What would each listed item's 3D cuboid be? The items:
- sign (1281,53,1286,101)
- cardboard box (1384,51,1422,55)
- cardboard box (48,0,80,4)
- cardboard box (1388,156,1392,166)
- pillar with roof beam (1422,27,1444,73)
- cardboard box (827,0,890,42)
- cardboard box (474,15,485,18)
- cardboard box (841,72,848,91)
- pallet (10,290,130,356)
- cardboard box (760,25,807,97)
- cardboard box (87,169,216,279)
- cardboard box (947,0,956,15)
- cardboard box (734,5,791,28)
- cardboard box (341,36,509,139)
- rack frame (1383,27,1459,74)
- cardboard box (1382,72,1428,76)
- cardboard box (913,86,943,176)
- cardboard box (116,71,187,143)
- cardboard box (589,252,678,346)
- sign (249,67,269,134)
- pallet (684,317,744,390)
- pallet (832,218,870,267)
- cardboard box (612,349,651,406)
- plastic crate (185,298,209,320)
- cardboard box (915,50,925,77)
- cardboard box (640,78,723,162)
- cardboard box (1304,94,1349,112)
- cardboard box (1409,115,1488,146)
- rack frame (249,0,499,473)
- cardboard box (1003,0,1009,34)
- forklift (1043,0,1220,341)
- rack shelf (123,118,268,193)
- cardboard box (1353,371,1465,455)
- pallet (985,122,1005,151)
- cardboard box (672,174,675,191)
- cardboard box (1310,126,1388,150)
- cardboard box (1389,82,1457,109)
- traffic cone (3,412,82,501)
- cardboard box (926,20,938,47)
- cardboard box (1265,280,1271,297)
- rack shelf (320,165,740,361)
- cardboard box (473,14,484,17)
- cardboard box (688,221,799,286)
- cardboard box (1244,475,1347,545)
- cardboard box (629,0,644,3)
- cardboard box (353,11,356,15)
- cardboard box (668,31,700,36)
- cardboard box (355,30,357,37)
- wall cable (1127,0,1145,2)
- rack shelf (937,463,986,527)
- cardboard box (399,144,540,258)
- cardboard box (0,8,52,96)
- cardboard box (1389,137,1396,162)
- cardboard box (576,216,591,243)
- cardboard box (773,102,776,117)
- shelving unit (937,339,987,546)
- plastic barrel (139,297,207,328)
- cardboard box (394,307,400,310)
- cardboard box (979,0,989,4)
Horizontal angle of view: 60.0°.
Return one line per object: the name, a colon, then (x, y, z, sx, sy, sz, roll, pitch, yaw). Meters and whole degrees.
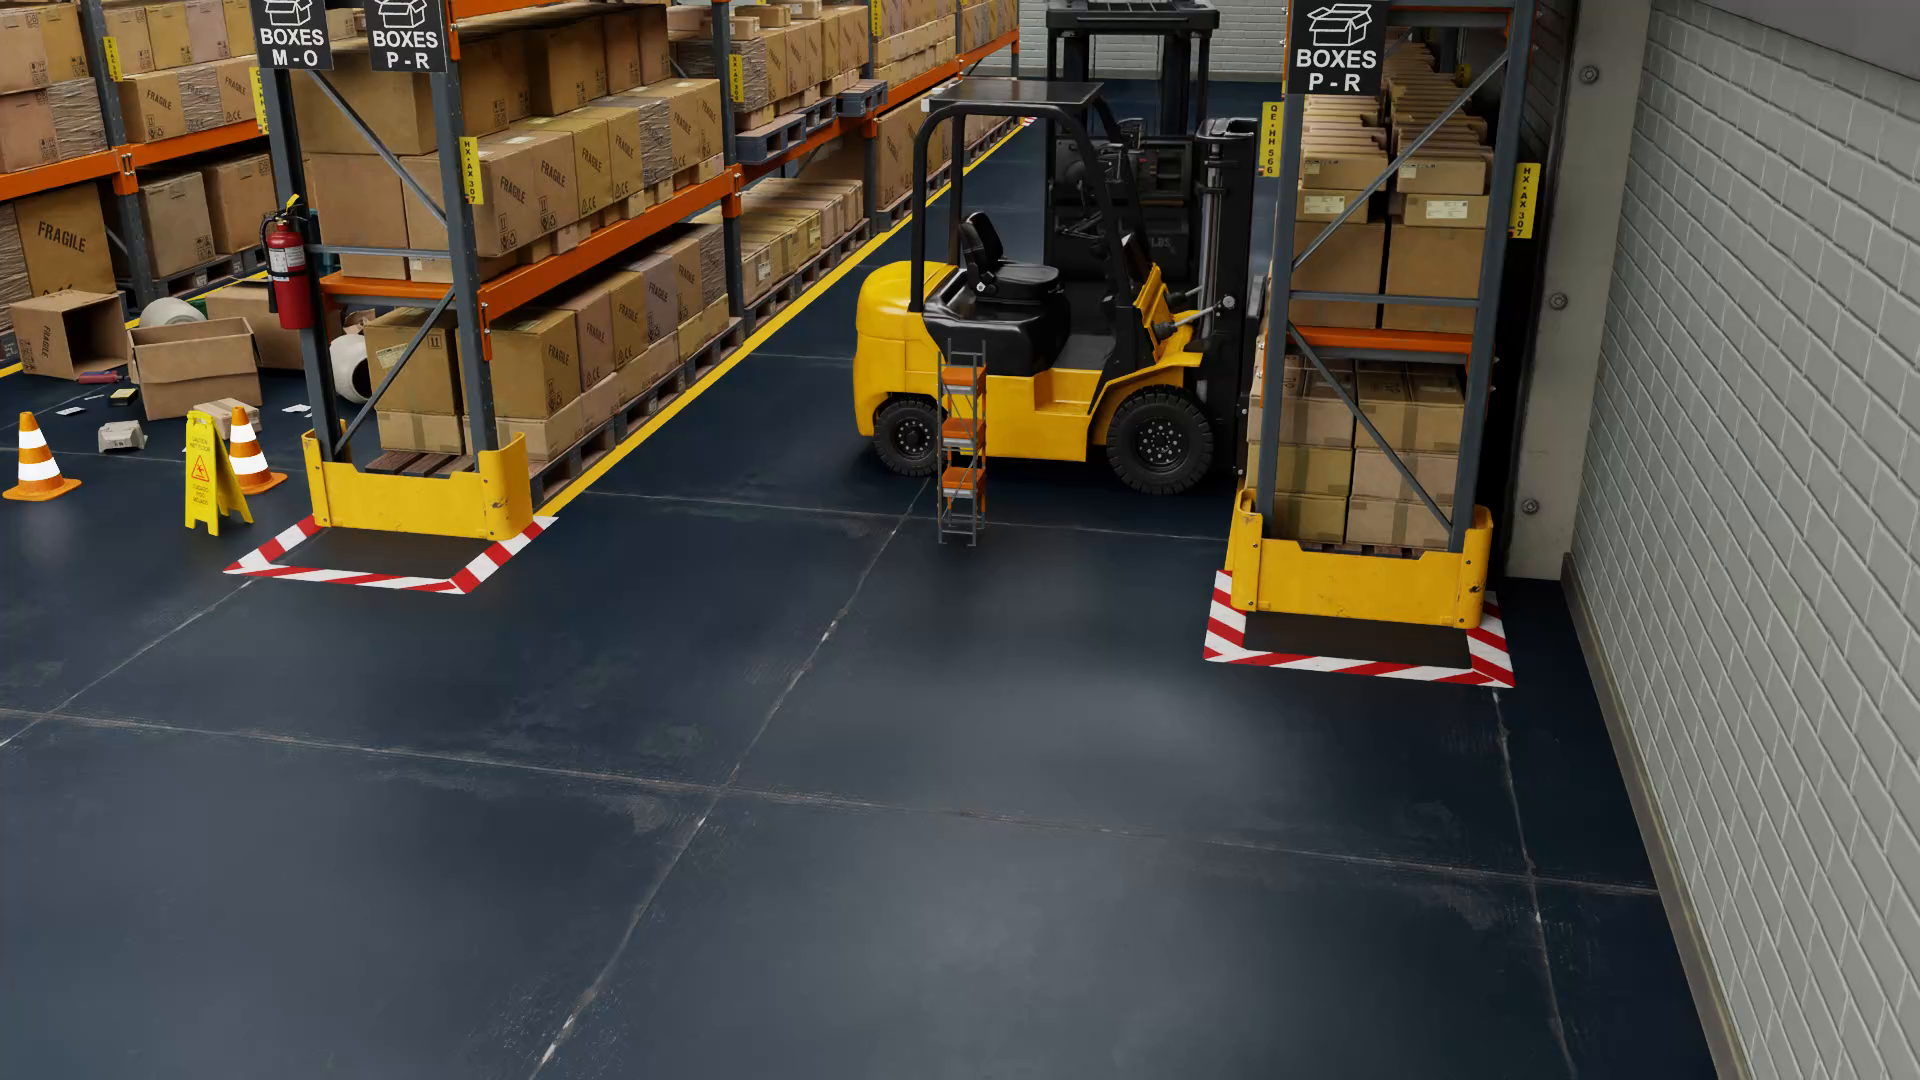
sign: (2.198, -3.086, 11.056, 0.100, 0.325, 0.005, 4, 22, 11)
cardboard box: (3.511, -3.844, 13.382, 0.380, 0.149, 0.250, 4, 22, 11)
cardboard box: (-10.583, -6.405, 19.265, 0.797, 0.503, 0.637, 5, 23, 13)
cardboard box: (2.583, -1.851, 9.302, 0.500, 0.500, 0.500, 5, 22, 12)
pillar with roof beam: (1.173, -8.770, 18.584, 9.100, 9.000, 0.400, 4, 22, 11)
cardboard box: (-0.973, -5.059, 15.929, 0.500, 0.500, 0.500, 4, 22, 9)
cardboard box: (-5.516, -5.764, 18.526, 0.380, 0.149, 0.250, 5, 22, 11)
cardboard box: (-1.200, -4.037, 14.637, 0.380, 0.149, 0.250, 3, 22, 8)
pallet: (-7.227, -1.699, 12.791, 1.003, 0.211, 1.213, 4, 22, 11)
cardboard box: (-1.537, -3.816, 13.220, 0.500, 0.500, 0.500, 4, 22, 11)
cardboard box: (-6.957, -2.650, 13.868, 1.050, 0.750, 0.750, 4, 22, 11)
cardboard box: (-0.342, -6.178, 18.706, 0.500, 0.500, 0.500, 5, 23, 13)
cardboard box: (-1.566, -4.155, 13.192, 0.380, 0.149, 0.250, 6, 23, 14)
cardboard box: (-2.944, -2.498, 9.170, 0.700, 0.500, 0.500, 5, 22, 11)
rack frame: (2.731, -2.548, 11.164, 1.000, 3.000, 0.127, 4, 22, 11)
cardboard box: (3.202, -3.287, 11.999, 0.380, 0.149, 0.250, 4, 22, 10)
cardboard box: (-0.721, -4.496, 18.283, 0.875, 0.875, 0.875, 5, 22, 12)
cardboard box: (-6.625, -3.483, 13.353, 0.500, 0.500, 0.500, 5, 22, 12)
cardboard box: (-2.192, -1.582, 10.881, 0.500, 0.500, 0.500, 6, 23, 14)
sign: (-3.484, -2.195, 8.316, 0.100, 0.325, 0.005, 4, 22, 11)
pallet: (-2.231, -1.383, 12.005, 1.003, 0.211, 1.213, 4, 22, 11)
pallet: (-1.474, -2.808, 15.544, 1.003, 0.211, 1.213, 4, 22, 11)
cardboard box: (-2.299, -1.042, 10.543, 0.500, 0.250, 0.500, 6, 23, 15)
plastic crate: (-5.748, -1.824, 13.054, 0.450, 0.188, 0.662, 7, 21, 42)
cardboard box: (-0.669, -5.039, 17.551, 0.500, 0.250, 0.500, 4, 22, 11)
cardboard box: (-1.976, -2.927, 11.575, 0.500, 0.500, 0.500, 4, 22, 10)
cardboard box: (2.188, -2.559, 9.792, 0.380, 0.149, 0.250, 4, 22, 10)
cardboard box: (2.563, -2.143, 8.760, 0.380, 0.149, 0.250, 4, 22, 10)
rack frame: (-2.945, -1.462, 8.468, 1.000, 3.000, 0.127, 4, 22, 11)
cardboard box: (0.363, -6.981, 22.037, 0.500, 0.500, 0.500, 4, 22, 10)
forklift: (1.114, -2.536, 11.227, 1.130, 2.935, 3.031, 1, 22, 3)
rack shelf: (-6.587, -3.663, 14.896, 1.077, 0.370, 4.000, 4, 22, 11)
cardboard box: (2.198, -0.629, 8.181, 0.500, 0.250, 0.500, 4, 22, 10)
pallet: (-0.018, -5.277, 21.673, 1.003, 0.211, 1.213, 4, 22, 11)
cardboard box: (-2.134, -2.396, 11.124, 0.380, 0.149, 0.250, 4, 22, 10)
cardboard box: (1.952, -1.993, 8.386, 0.380, 0.149, 0.250, 5, 22, 11)
cardboard box: (2.829, -2.707, 10.159, 0.380, 0.149, 0.250, 4, 22, 10)
traffic cone: (-5.276, -0.501, 9.478, 0.336, 0.463, 0.334, 4, 22, 11)
cardboard box: (-0.543, -5.460, 17.926, 0.500, 0.250, 0.500, 5, 22, 12)
cardboard box: (2.121, -1.409, 10.116, 0.500, 0.250, 0.500, 5, 23, 13)
rack shelf: (-2.537, -1.859, 10.418, 1.077, 0.370, 4.000, 4, 22, 11)
cardboard box: (-5.521, -5.907, 18.482, 0.380, 0.149, 0.250, 3, 22, 9)
cardboard box: (-1.881, -2.356, 13.643, 0.950, 0.372, 0.625, 6, 23, 14)
cardboard box: (1.701, -0.200, 8.453, 0.500, 0.250, 0.500, 5, 22, 11)
cardboard box: (-4.591, -7.280, 22.382, 0.500, 0.500, 0.500, 5, 22, 11)
cardboard box: (-6.475, -5.388, 17.194, 0.380, 0.149, 0.250, 4, 22, 10)
cardboard box: (-2.159, -3.672, 12.861, 0.500, 0.500, 0.500, 5, 22, 11)
cardboard box: (-6.471, -5.257, 17.268, 0.380, 0.149, 0.250, 5, 23, 13)
wall cable: (2.838, -9.745, 27.674, 0.588, 1.984, 0.122, 4, 22, 11)
rack shelf: (0.011, -0.239, 8.814, 0.215, 0.259, 0.240, 4, 22, 11)
cardboard box: (-2.577, -1.798, 8.771, 0.500, 0.500, 0.500, 4, 22, 10)
cardboard box: (-7.103, -3.493, 11.866, 0.875, 0.550, 0.550, 4, 22, 11)
cardboard box: (2.603, -2.194, 9.284, 0.380, 0.149, 0.250, 4, 22, 9)
cardboard box: (-2.385, -1.824, 9.705, 0.380, 0.149, 0.250, 5, 22, 12)
cardboard box: (-1.664, -3.381, 13.008, 0.380, 0.149, 0.250, 6, 23, 14)
shelving unit: (0.011, -0.507, 8.706, 0.215, 1.050, 0.252, 4, 22, 11)
plastic barrel: (-5.725, -1.538, 12.106, 0.421, 0.421, 0.512, -16, 27, -35)
cardboard box: (-3.680, -1.478, 11.851, 0.500, 0.500, 0.500, -16, 27, -35)
cardboard box: (0.063, -6.887, 20.466, 0.500, 0.500, 0.500, 5, 22, 12)
